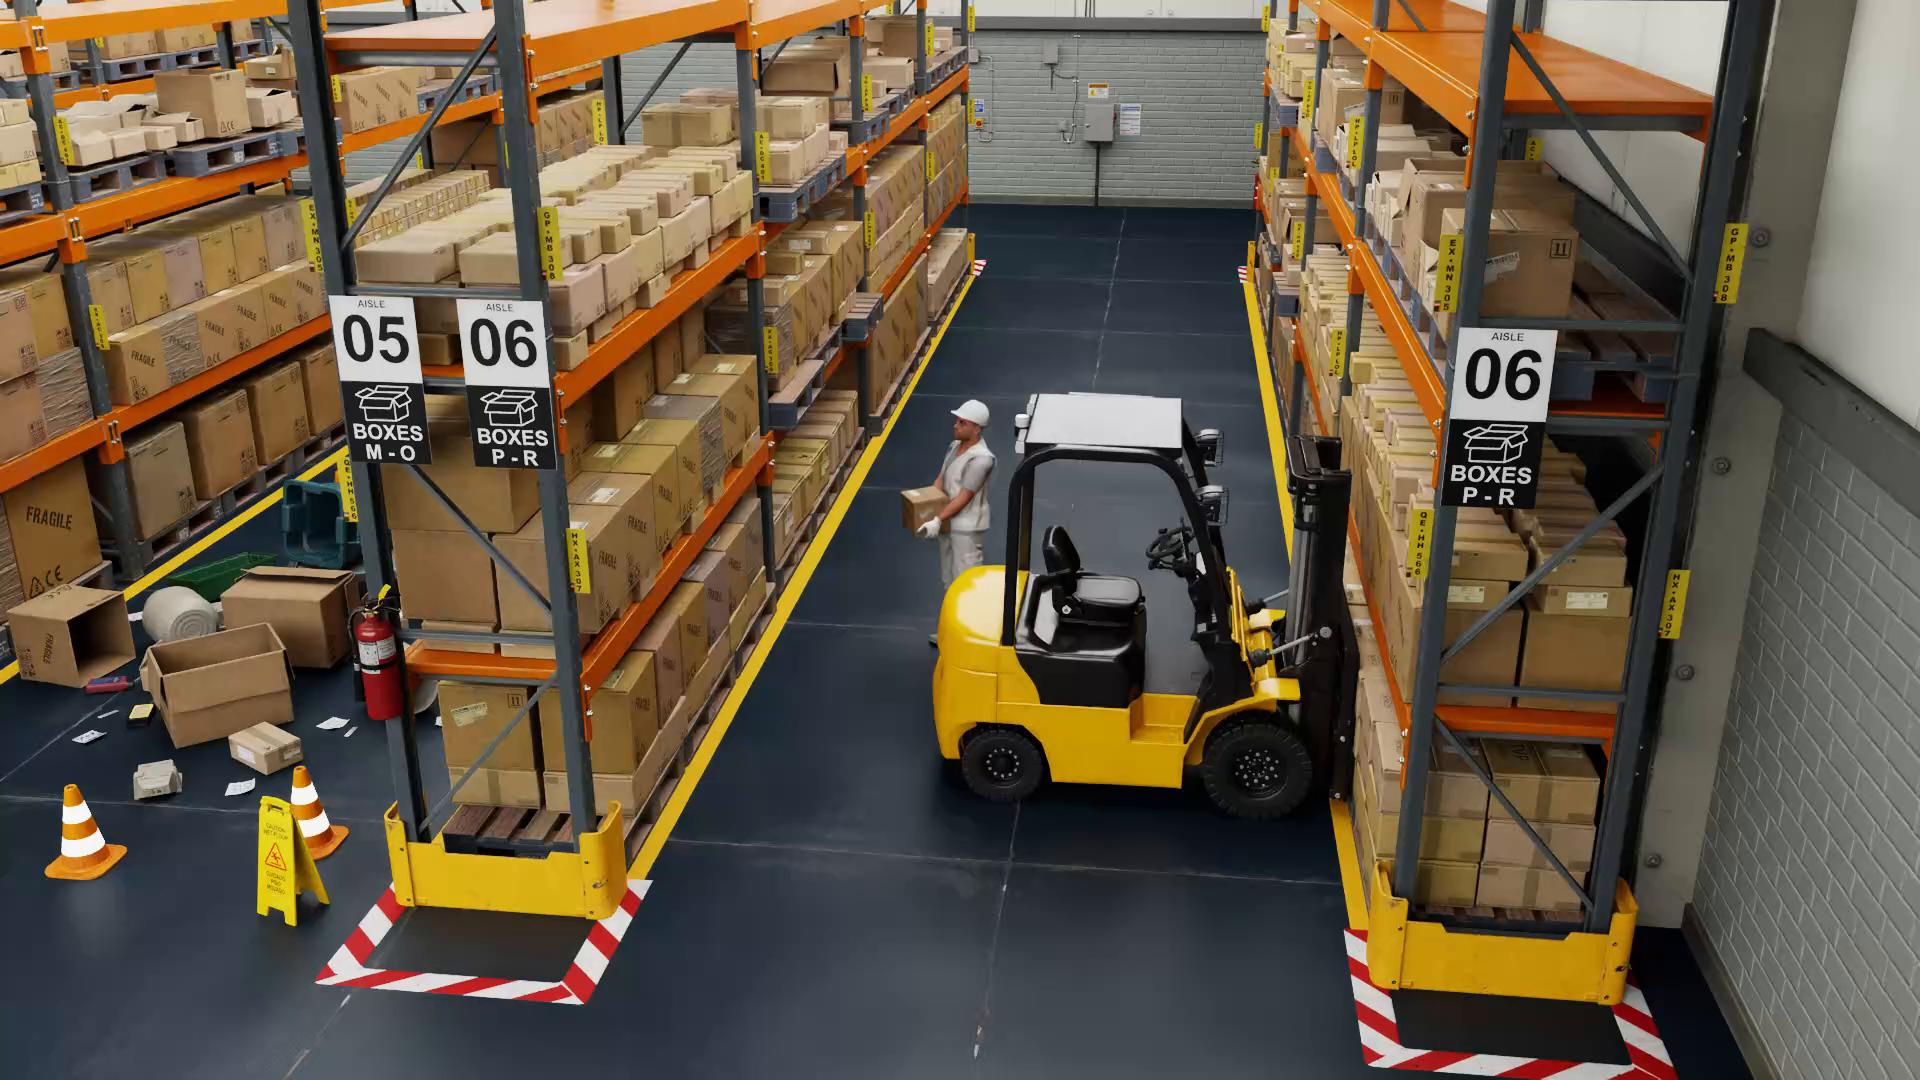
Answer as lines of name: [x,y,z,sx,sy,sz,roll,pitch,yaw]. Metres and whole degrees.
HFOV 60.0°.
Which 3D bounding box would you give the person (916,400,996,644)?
person: [-0.071,-0.066,11.221,0.558,1.788,0.502,-7,22,-19]
